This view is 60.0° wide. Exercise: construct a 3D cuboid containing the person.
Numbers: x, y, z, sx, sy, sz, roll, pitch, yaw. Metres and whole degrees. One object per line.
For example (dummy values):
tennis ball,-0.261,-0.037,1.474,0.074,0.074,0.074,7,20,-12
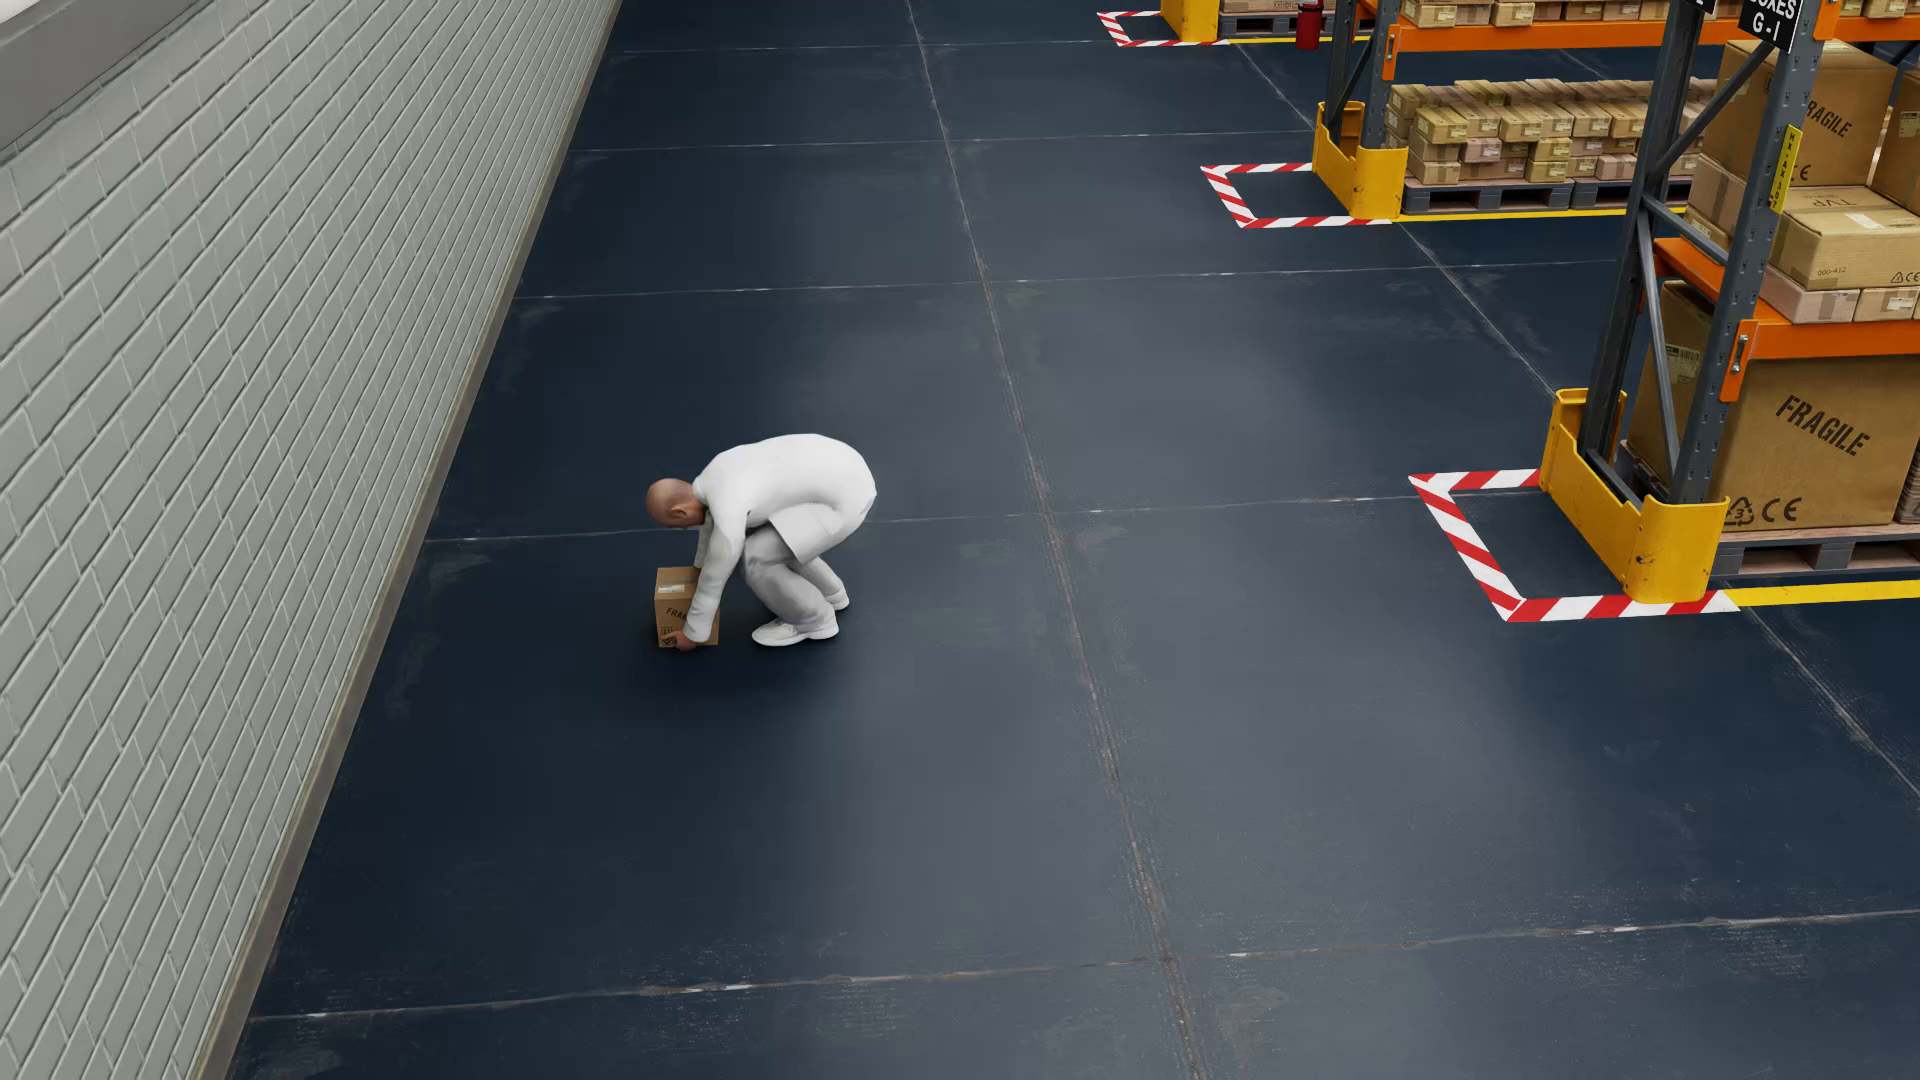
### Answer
person,-0.825,0.003,7.041,0.952,0.895,0.585,-4,31,-6
